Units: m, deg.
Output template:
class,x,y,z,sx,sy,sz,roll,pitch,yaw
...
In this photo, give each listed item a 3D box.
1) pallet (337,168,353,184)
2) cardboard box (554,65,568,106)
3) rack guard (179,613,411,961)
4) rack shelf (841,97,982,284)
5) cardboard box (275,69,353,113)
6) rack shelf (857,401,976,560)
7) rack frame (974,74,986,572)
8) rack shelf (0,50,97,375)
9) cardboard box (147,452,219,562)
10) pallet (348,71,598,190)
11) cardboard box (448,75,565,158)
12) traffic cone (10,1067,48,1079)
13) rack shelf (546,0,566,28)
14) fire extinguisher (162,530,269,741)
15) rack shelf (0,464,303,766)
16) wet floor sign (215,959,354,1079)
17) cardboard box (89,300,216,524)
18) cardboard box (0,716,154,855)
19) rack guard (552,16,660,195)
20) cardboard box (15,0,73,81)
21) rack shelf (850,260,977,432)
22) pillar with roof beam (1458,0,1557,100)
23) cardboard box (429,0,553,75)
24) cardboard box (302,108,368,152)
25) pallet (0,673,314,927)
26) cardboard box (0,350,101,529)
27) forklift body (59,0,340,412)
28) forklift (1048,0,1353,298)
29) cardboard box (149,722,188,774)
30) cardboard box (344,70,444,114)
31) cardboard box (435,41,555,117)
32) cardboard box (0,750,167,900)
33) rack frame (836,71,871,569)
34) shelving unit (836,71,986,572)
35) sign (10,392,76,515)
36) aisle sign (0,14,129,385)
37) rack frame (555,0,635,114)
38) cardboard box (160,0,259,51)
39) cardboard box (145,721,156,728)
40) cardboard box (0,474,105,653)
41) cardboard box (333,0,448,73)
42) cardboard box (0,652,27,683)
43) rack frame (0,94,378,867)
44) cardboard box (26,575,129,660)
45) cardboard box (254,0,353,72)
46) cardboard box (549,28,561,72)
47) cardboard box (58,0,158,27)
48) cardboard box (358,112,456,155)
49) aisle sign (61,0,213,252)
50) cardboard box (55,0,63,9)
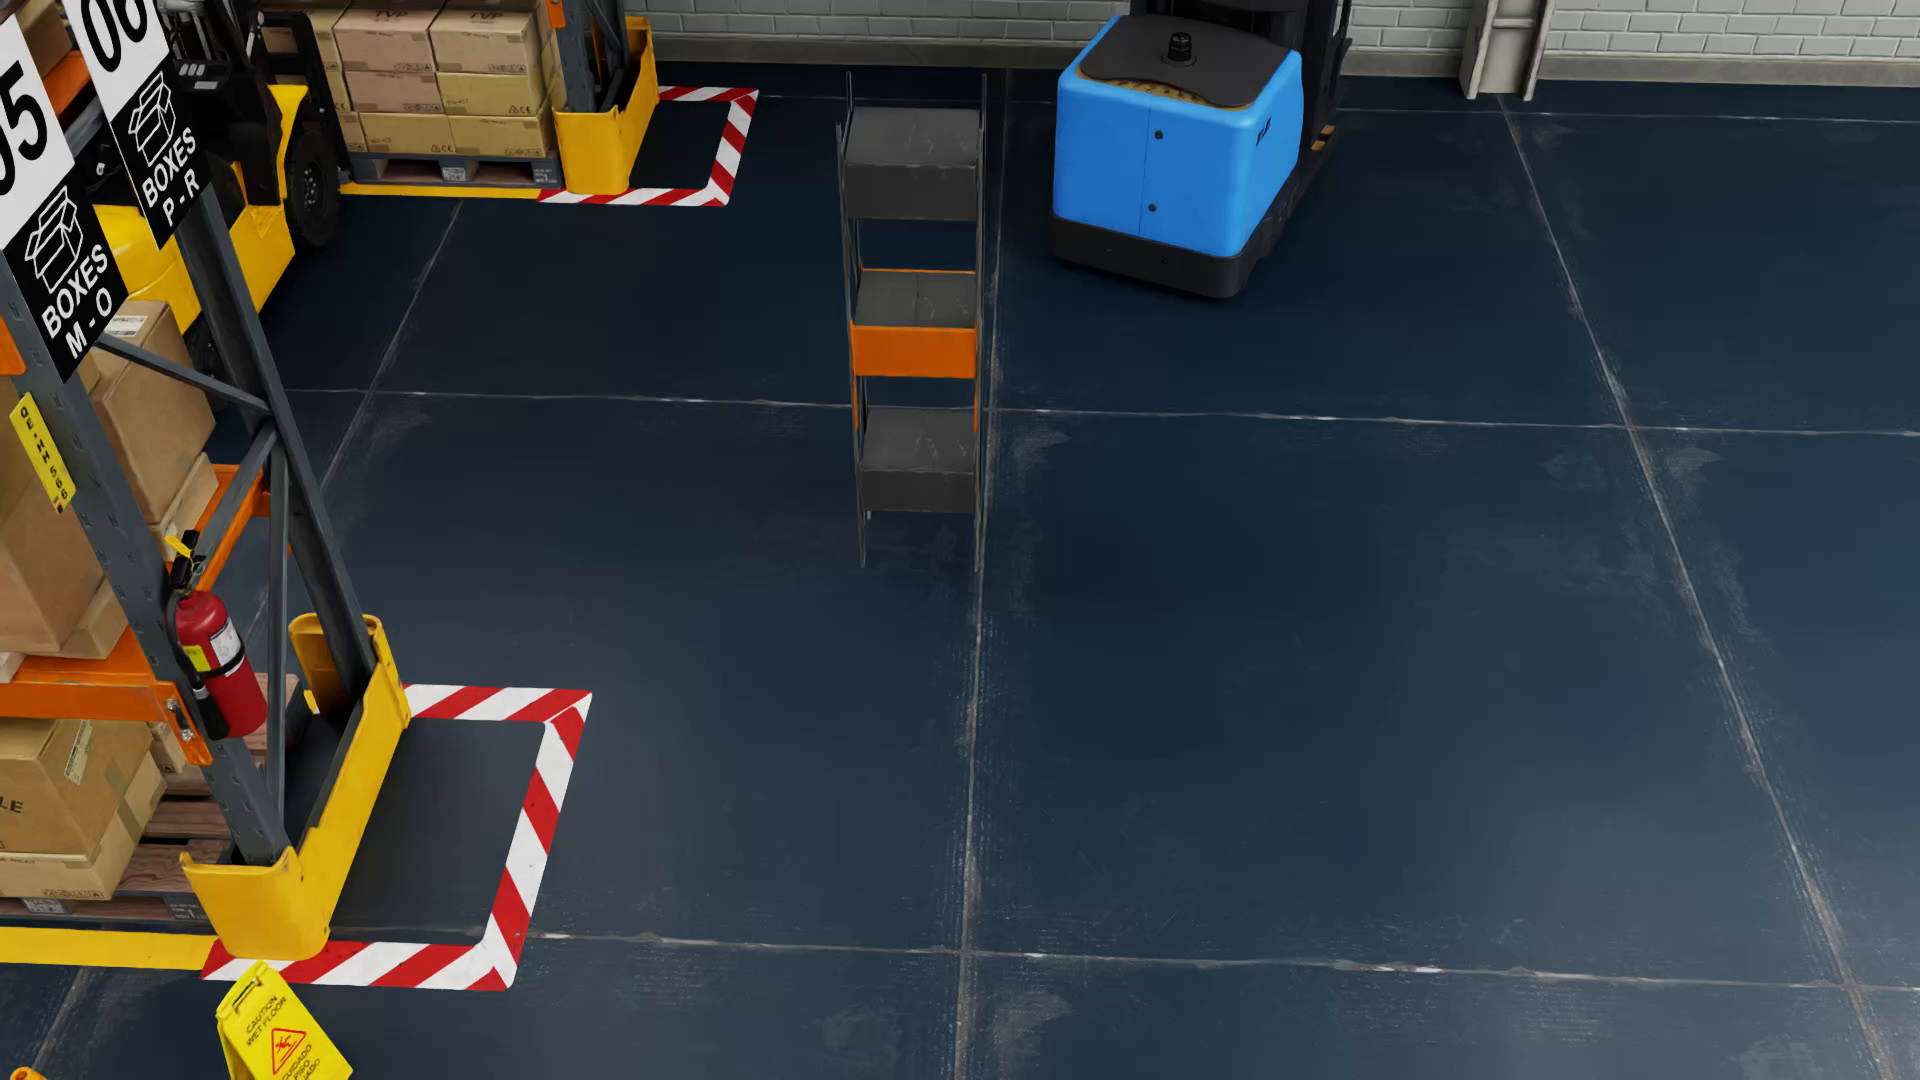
class,x,y,z,sx,sy,sz,roll,pitch,yaw
pallet,-4.030,-2.448,9.723,1.213,0.211,1.003,2,43,2
cardboard box,-2.530,-2.730,9.689,0.500,0.250,0.500,2,43,2
rack guard,-2.344,0.858,5.962,0.348,0.500,1.175,2,43,2
rack shelf,-0.165,-1.276,6.072,0.480,0.518,0.431,2,43,2
cardboard box,-3.566,-2.591,9.173,0.500,0.250,0.500,1,43,1
rack shelf,-0.165,-0.251,7.026,0.480,0.518,0.431,2,43,2
rack frame,0.078,-0.766,6.532,0.015,2.100,0.400,2,43,2
rack shelf,-4.266,-0.950,4.396,4.000,0.370,1.077,2,43,2
cardboard box,-2.598,-0.114,5.356,0.250,0.149,0.380,2,43,2
pallet,-2.814,-2.409,9.681,1.213,0.211,1.003,2,43,2
cardboard box,-2.532,-2.381,9.315,0.500,0.250,0.500,2,43,2
traffic cone,-2.756,1.739,5.044,0.334,0.463,0.336,2,43,2
rack shelf,-4.047,-3.233,9.047,4.000,0.370,1.077,2,43,2
fire extinguisher,-2.175,0.291,4.793,0.183,0.674,0.296,2,43,2
rack shelf,-4.266,0.148,5.419,4.000,0.370,1.077,2,43,2
wet floor sign,-2.127,1.542,5.122,0.232,0.644,0.267,16,45,16
cardboard box,-2.729,-0.403,5.191,0.500,0.500,0.500,1,43,1
cardboard box,-3.081,0.677,5.482,0.500,0.500,0.500,2,43,2
rack guard,-2.025,-2.519,9.587,0.348,0.500,1.175,2,43,2
cardboard box,-2.585,-1.291,4.419,0.250,0.149,0.380,2,43,2
rack shelf,-0.165,-0.763,6.549,0.480,0.518,0.431,2,43,2
pillar with roof beam,3.096,-3.149,4.028,0.400,9.000,9.100,2,43,2
cardboard box,-2.523,-2.750,8.976,0.500,0.250,0.500,3,43,3
cardboard box,-3.528,-2.424,9.361,0.500,0.250,0.500,2,43,2
pallet,-3.154,0.915,6.113,1.213,0.211,1.003,2,43,2
cardboard box,-2.789,-0.433,4.489,0.500,0.500,0.700,1,43,1
forklift body,-4.025,-1.940,7.754,1.214,2.155,2.313,2,43,2
forklift,1.550,-3.310,8.653,1.130,2.935,3.031,18,46,18
cardboard box,-3.062,0.585,6.130,0.500,0.250,0.500,1,43,2
cardboard box,-3.049,-2.590,9.172,0.500,0.250,0.500,1,43,1
cardboard box,-2.549,-2.567,9.147,0.500,0.250,0.500,1,43,1
cardboard box,-3.112,0.956,5.733,0.500,0.250,0.500,2,43,2
rack frame,-0.409,-0.781,6.548,0.015,2.100,0.400,2,43,2
shelving unit,-0.165,-0.773,6.540,0.503,2.100,0.431,2,43,2
sign,-2.313,-0.216,4.200,0.005,0.325,0.100,2,43,2
aisle sign,-2.220,-0.806,4.008,0.004,0.787,0.394,2,43,2
rack frame,-2.049,-3.434,8.736,0.127,3.000,1.000,2,43,2
cardboard box,-4.043,-2.791,9.021,0.500,0.250,0.500,1,43,1
cardboard box,-3.086,0.310,5.875,0.500,0.500,0.500,0,43,0
cardboard box,-2.823,-0.029,4.789,0.500,0.500,0.500,1,43,1
cardboard box,-3.033,-2.761,8.989,0.500,0.250,0.500,2,43,3
cardboard box,-2.910,0.240,4.976,0.250,0.149,0.380,1,43,1
rack frame,-2.268,-0.054,5.108,0.127,3.000,1.000,2,43,2
cardboard box,-2.652,0.172,5.049,0.250,0.149,0.380,3,43,3
cardboard box,-3.538,-2.770,8.998,0.500,0.250,0.500,2,43,2
cardboard box,-2.509,-2.921,9.527,0.500,0.250,0.500,2,43,3
cardboard box,-4.567,-2.812,9.044,0.500,0.250,0.500,3,43,3
cardboard box,-3.029,-2.403,9.338,0.500,0.250,0.500,2,43,2
aisle sign,-2.193,-1.215,4.446,0.004,0.787,0.394,2,43,2
cardboard box,-5.065,-2.819,9.052,0.500,0.250,0.500,2,43,2
